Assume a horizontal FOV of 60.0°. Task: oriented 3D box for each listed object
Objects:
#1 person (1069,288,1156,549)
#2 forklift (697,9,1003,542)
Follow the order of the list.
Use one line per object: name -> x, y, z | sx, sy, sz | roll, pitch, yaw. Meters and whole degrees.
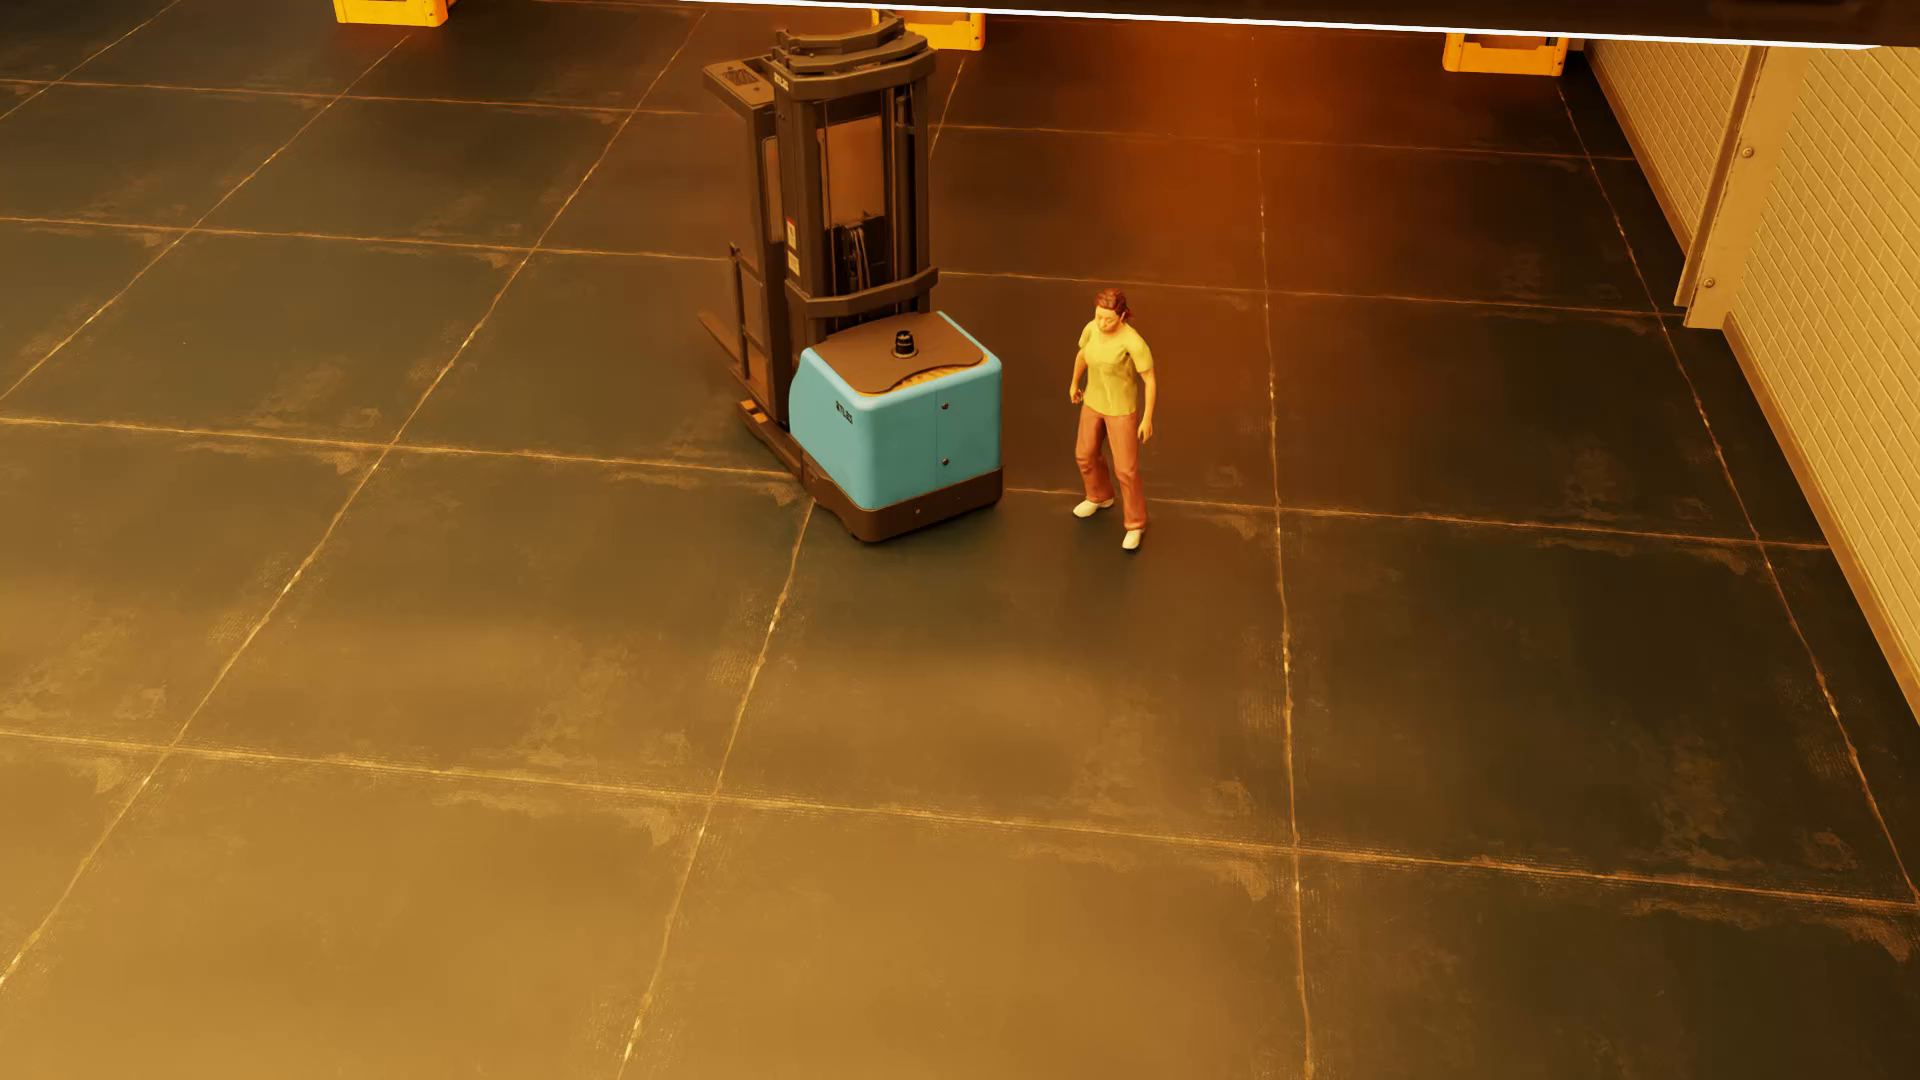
person -> 0.921, -0.803, 10.202 | 0.721, 1.650, 0.377 | 29, 45, 33
forklift -> -0.905, -2.016, 10.764 | 1.130, 2.935, 3.031 | -19, 41, -24
